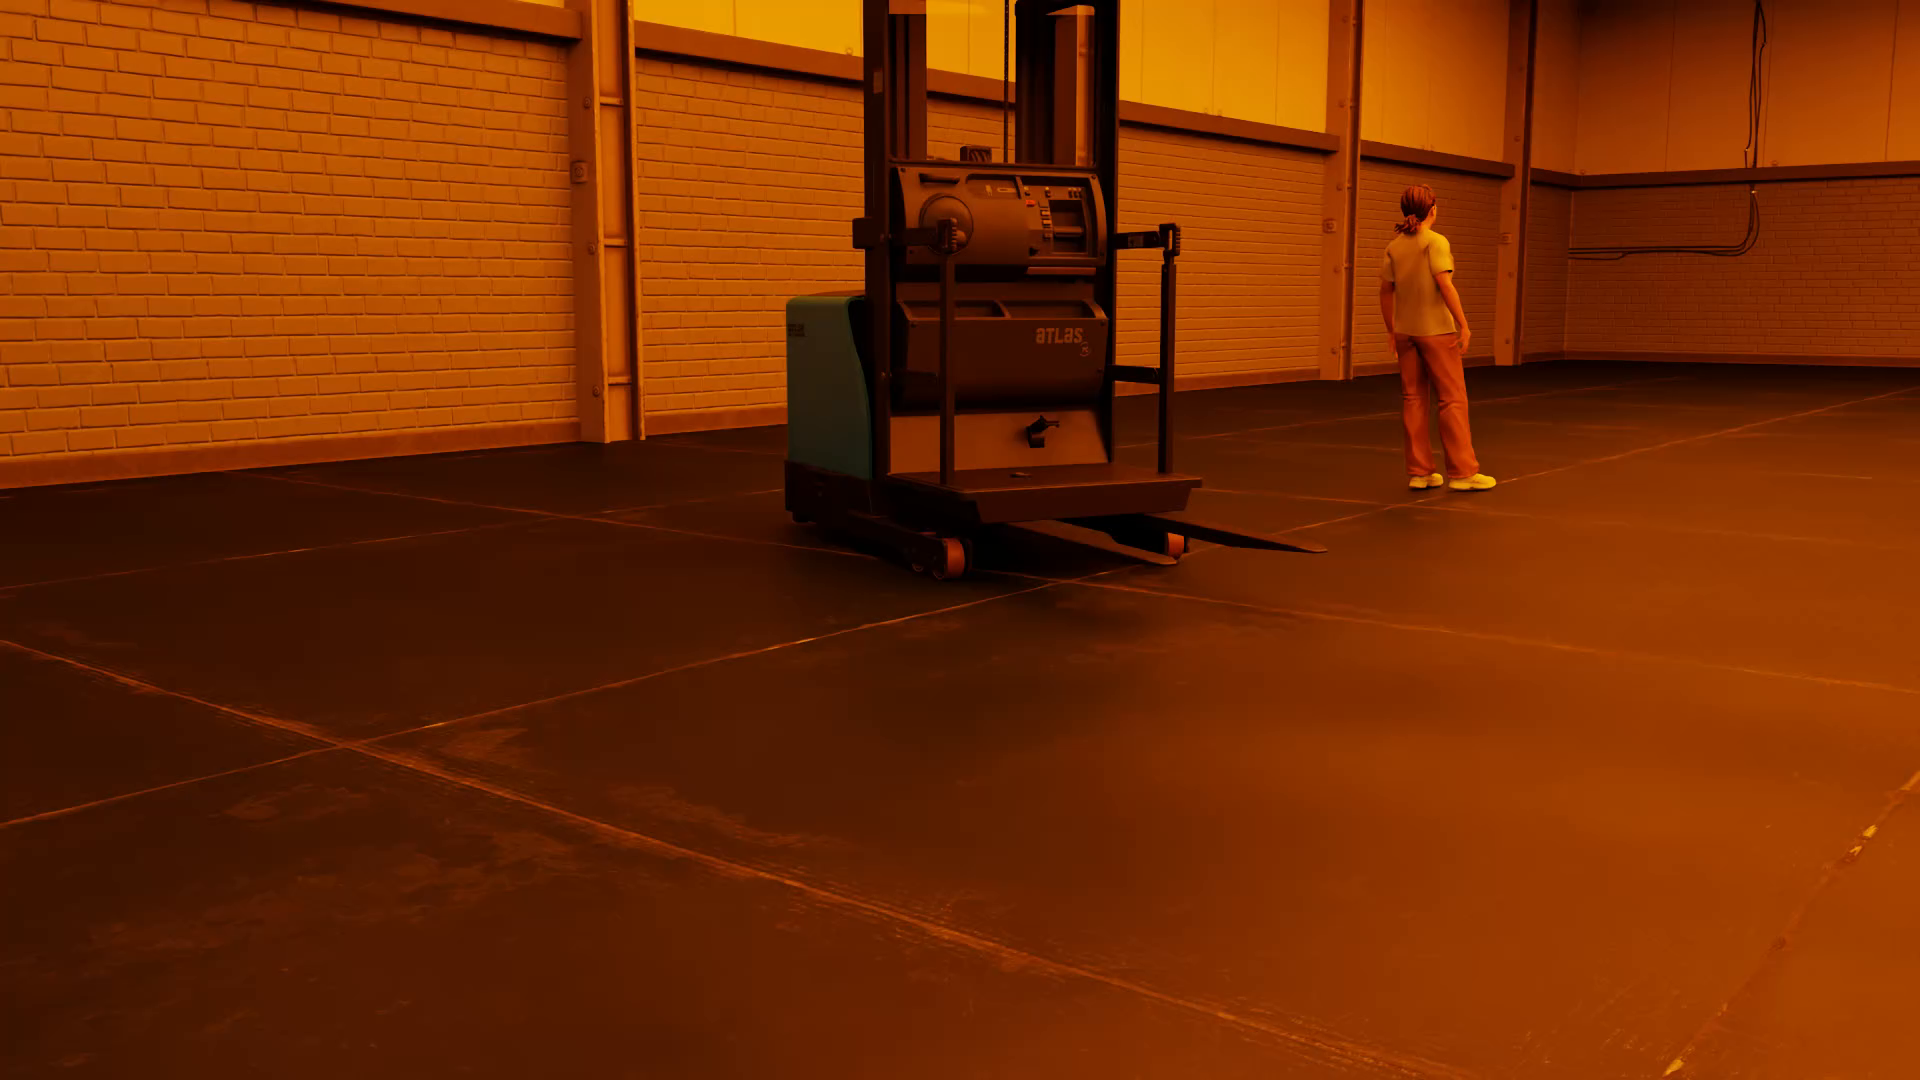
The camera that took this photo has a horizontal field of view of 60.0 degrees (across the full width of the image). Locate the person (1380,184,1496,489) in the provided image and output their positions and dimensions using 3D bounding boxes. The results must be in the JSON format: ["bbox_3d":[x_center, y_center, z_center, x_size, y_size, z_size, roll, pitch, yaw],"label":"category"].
[{"bbox_3d":[2.642,-1.127,9.263,0.548,1.674,0.553,-6,10,-35],"label":"person"}]

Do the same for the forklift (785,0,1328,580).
[{"bbox_3d":[0.276,-1.370,6.641,1.130,2.935,3.031,-4,9,-26],"label":"forklift"}]
